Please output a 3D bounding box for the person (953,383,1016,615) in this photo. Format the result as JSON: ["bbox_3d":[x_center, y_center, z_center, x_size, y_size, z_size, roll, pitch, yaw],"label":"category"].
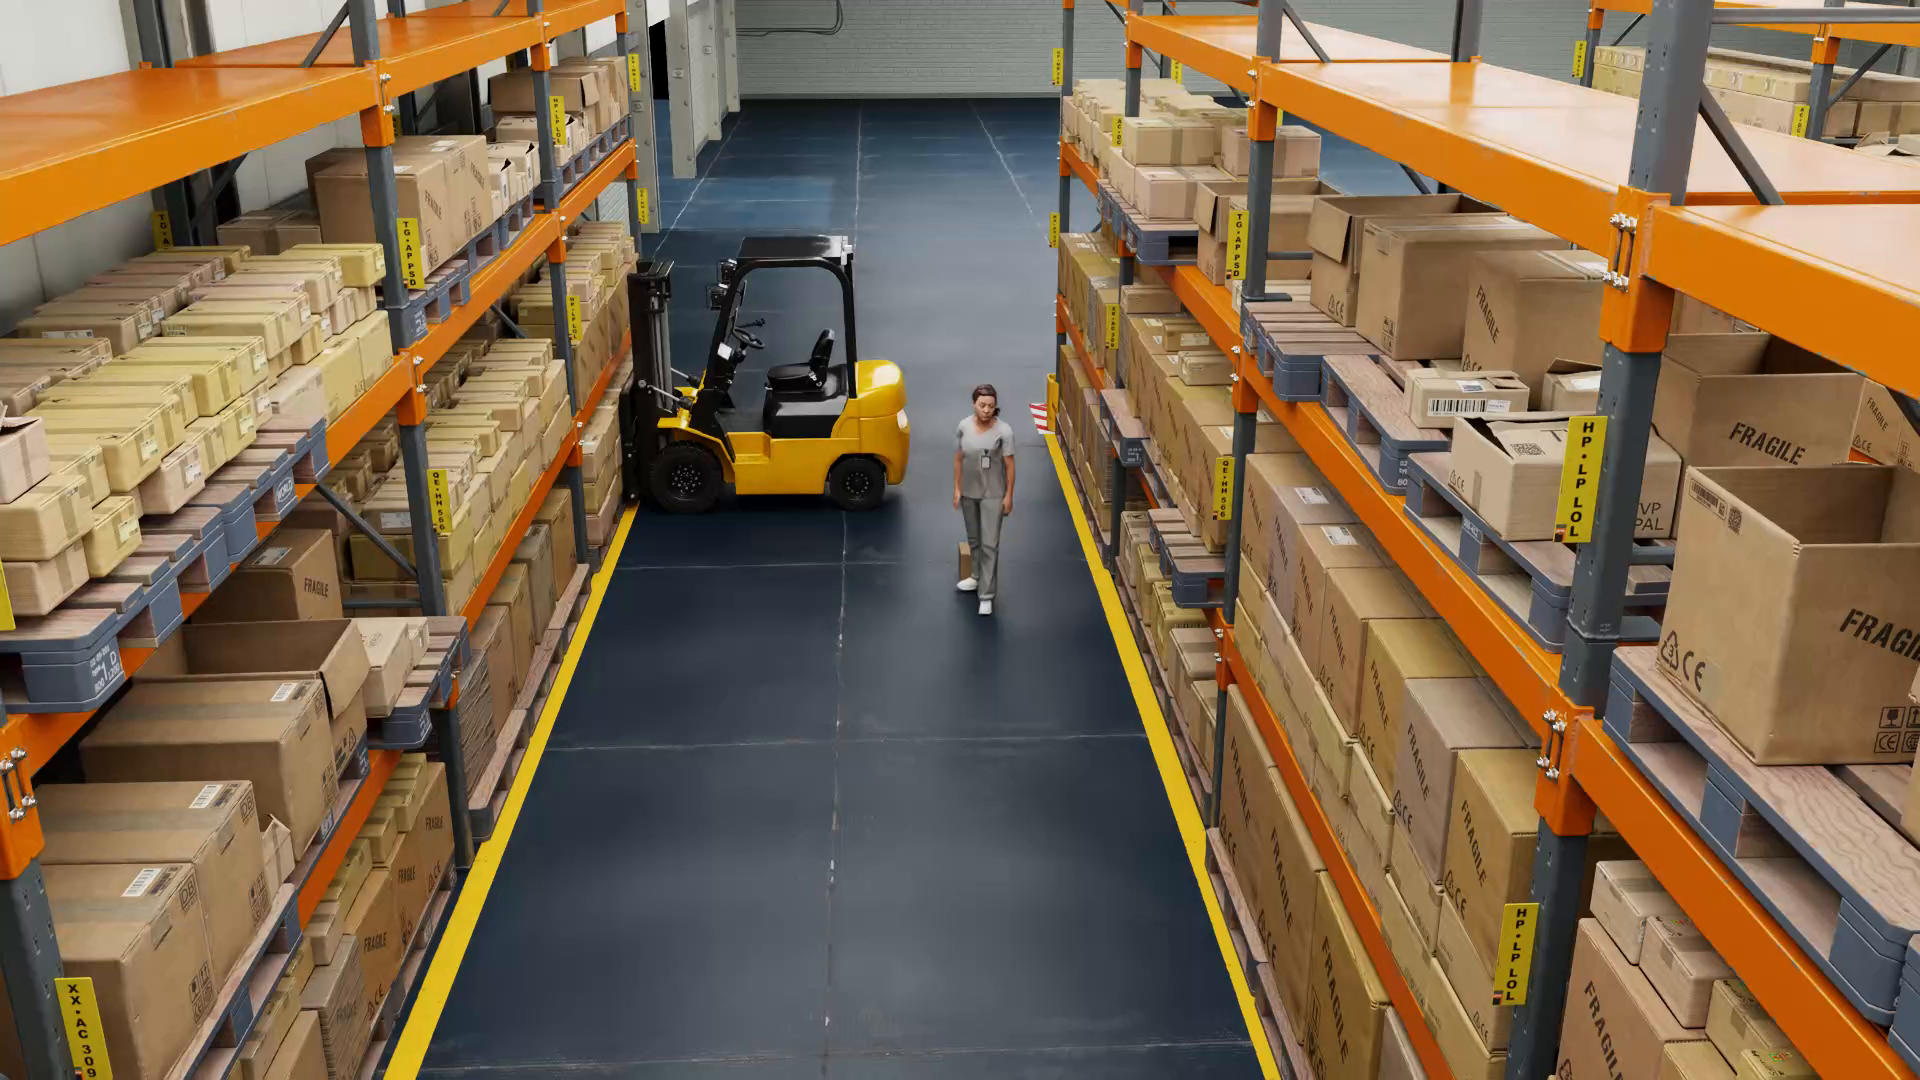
[{"bbox_3d":[0.168,-0.333,11.980,0.478,1.666,0.568,10,23,24],"label":"person"}]
